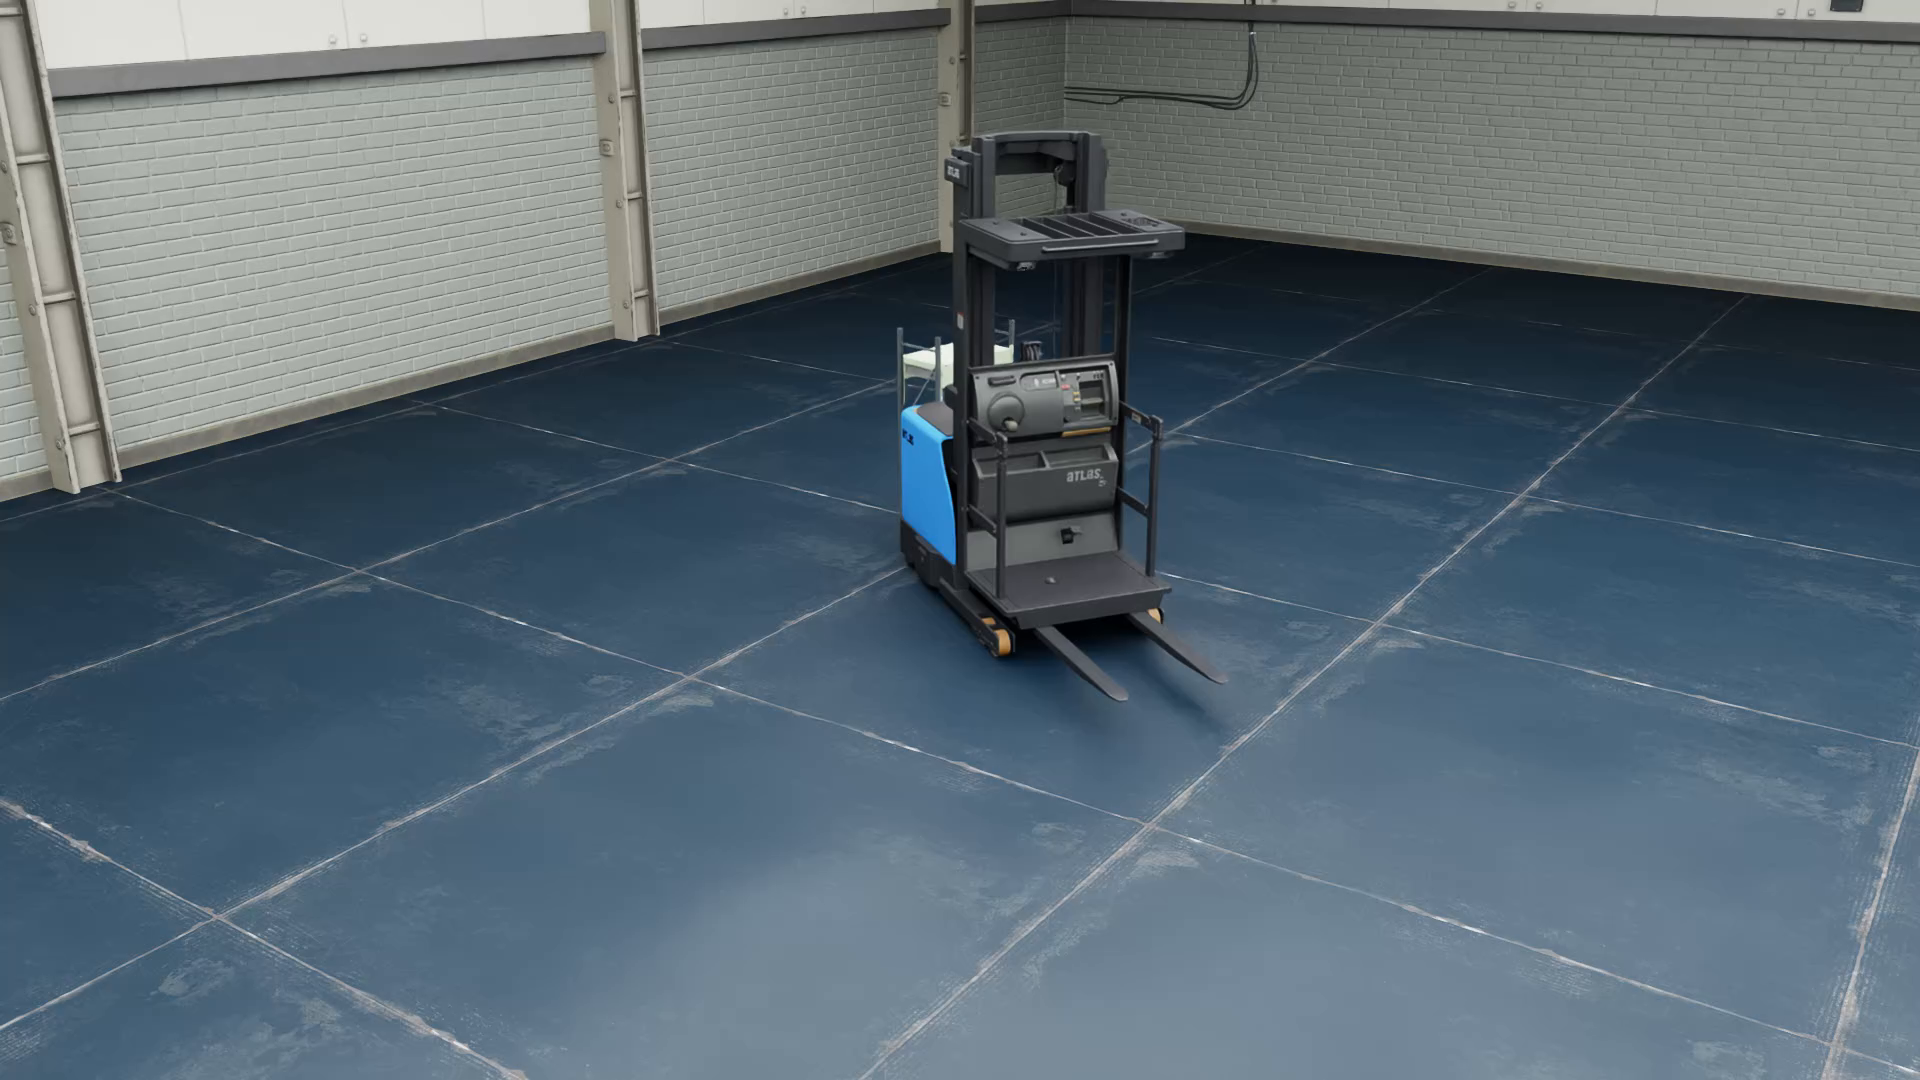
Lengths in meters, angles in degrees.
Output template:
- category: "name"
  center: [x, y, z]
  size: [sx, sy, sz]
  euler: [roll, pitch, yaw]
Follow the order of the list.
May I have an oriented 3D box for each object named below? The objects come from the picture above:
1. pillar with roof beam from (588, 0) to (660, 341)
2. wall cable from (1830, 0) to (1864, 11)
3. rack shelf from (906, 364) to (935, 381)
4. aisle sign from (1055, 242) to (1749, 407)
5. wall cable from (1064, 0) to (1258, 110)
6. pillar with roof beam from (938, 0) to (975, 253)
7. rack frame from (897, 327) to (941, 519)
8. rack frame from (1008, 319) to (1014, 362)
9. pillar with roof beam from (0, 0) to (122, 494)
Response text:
- category: "pillar with roof beam"
  center: [0.139, -5.541, 13.773]
  size: [9.100, 9.000, 0.400]
  euler: [13, 24, 32]
- category: "wall cable"
  center: [10.544, -8.428, 16.677]
  size: [2.305, 6.003, 0.169]
  euler: [13, 24, 32]
- category: "rack shelf"
  center: [-0.025, -1.224, 11.581]
  size: [0.332, 0.071, 0.664]
  euler: [19, 27, 41]
- category: "aisle sign"
  center: [5.174, -2.650, 18.928]
  size: [6.000, 0.001, 6.000]
  euler: [13, 24, 32]
- category: "wall cable"
  center: [2.701, -7.233, 22.823]
  size: [3.097, 2.526, 0.112]
  euler: [13, 24, 32]
- category: "pillar with roof beam"
  center: [0.782, -1.637, 3.148]
  size: [22.890, 9.050, 30.400]
  euler: [13, 24, 32]
- category: "rack frame"
  center: [-0.280, -0.700, 11.495]
  size: [0.400, 1.500, 0.023]
  euler: [19, 27, 41]
- category: "rack frame"
  center: [0.229, -0.882, 11.988]
  size: [0.400, 1.500, 0.023]
  euler: [19, 27, 41]
- category: "pillar with roof beam"
  center: [-3.234, -3.819, 9.119]
  size: [9.100, 9.000, 0.400]
  euler: [13, 24, 32]
